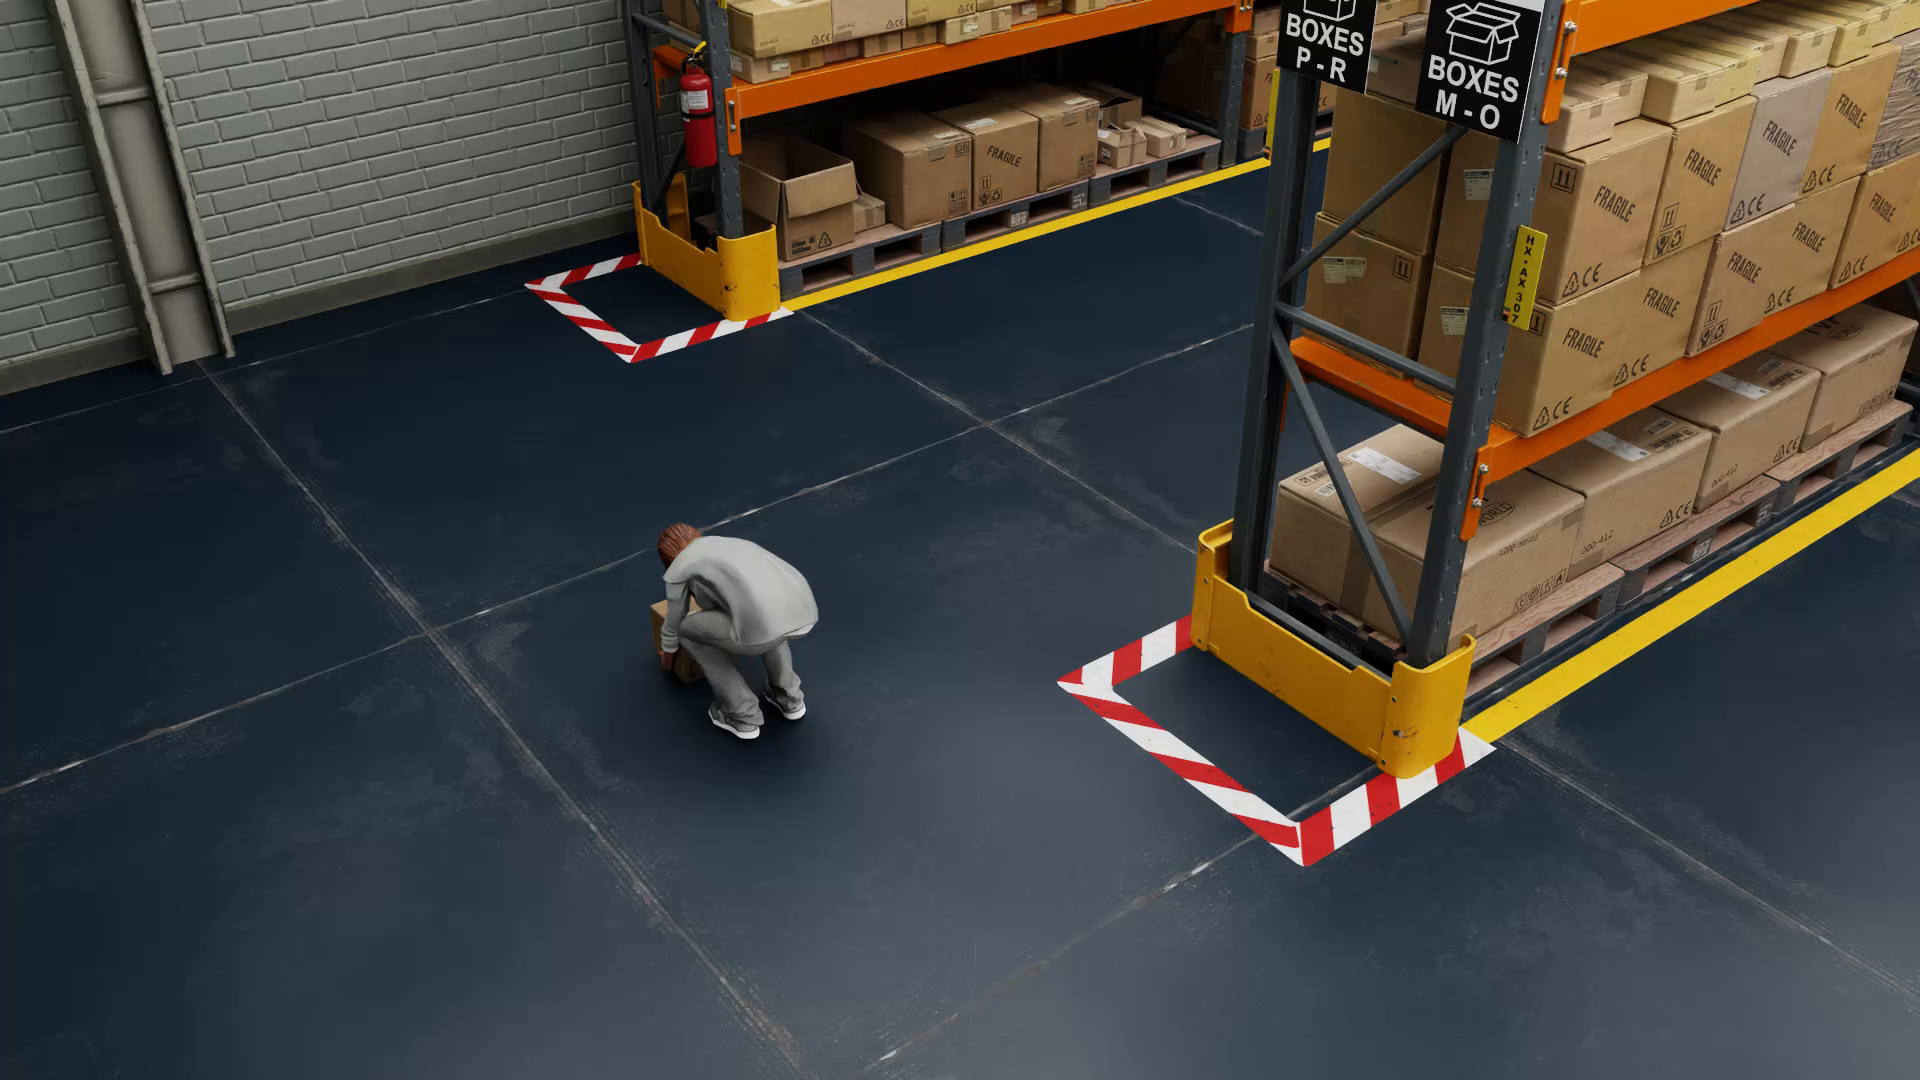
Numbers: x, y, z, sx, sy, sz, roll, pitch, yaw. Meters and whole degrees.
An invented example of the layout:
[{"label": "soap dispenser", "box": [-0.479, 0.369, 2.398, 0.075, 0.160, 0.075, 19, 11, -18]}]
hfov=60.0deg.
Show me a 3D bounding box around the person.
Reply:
[{"label": "person", "box": [-0.886, 0.329, 6.443, 0.427, 0.768, 0.872, -24, 40, -32]}]
